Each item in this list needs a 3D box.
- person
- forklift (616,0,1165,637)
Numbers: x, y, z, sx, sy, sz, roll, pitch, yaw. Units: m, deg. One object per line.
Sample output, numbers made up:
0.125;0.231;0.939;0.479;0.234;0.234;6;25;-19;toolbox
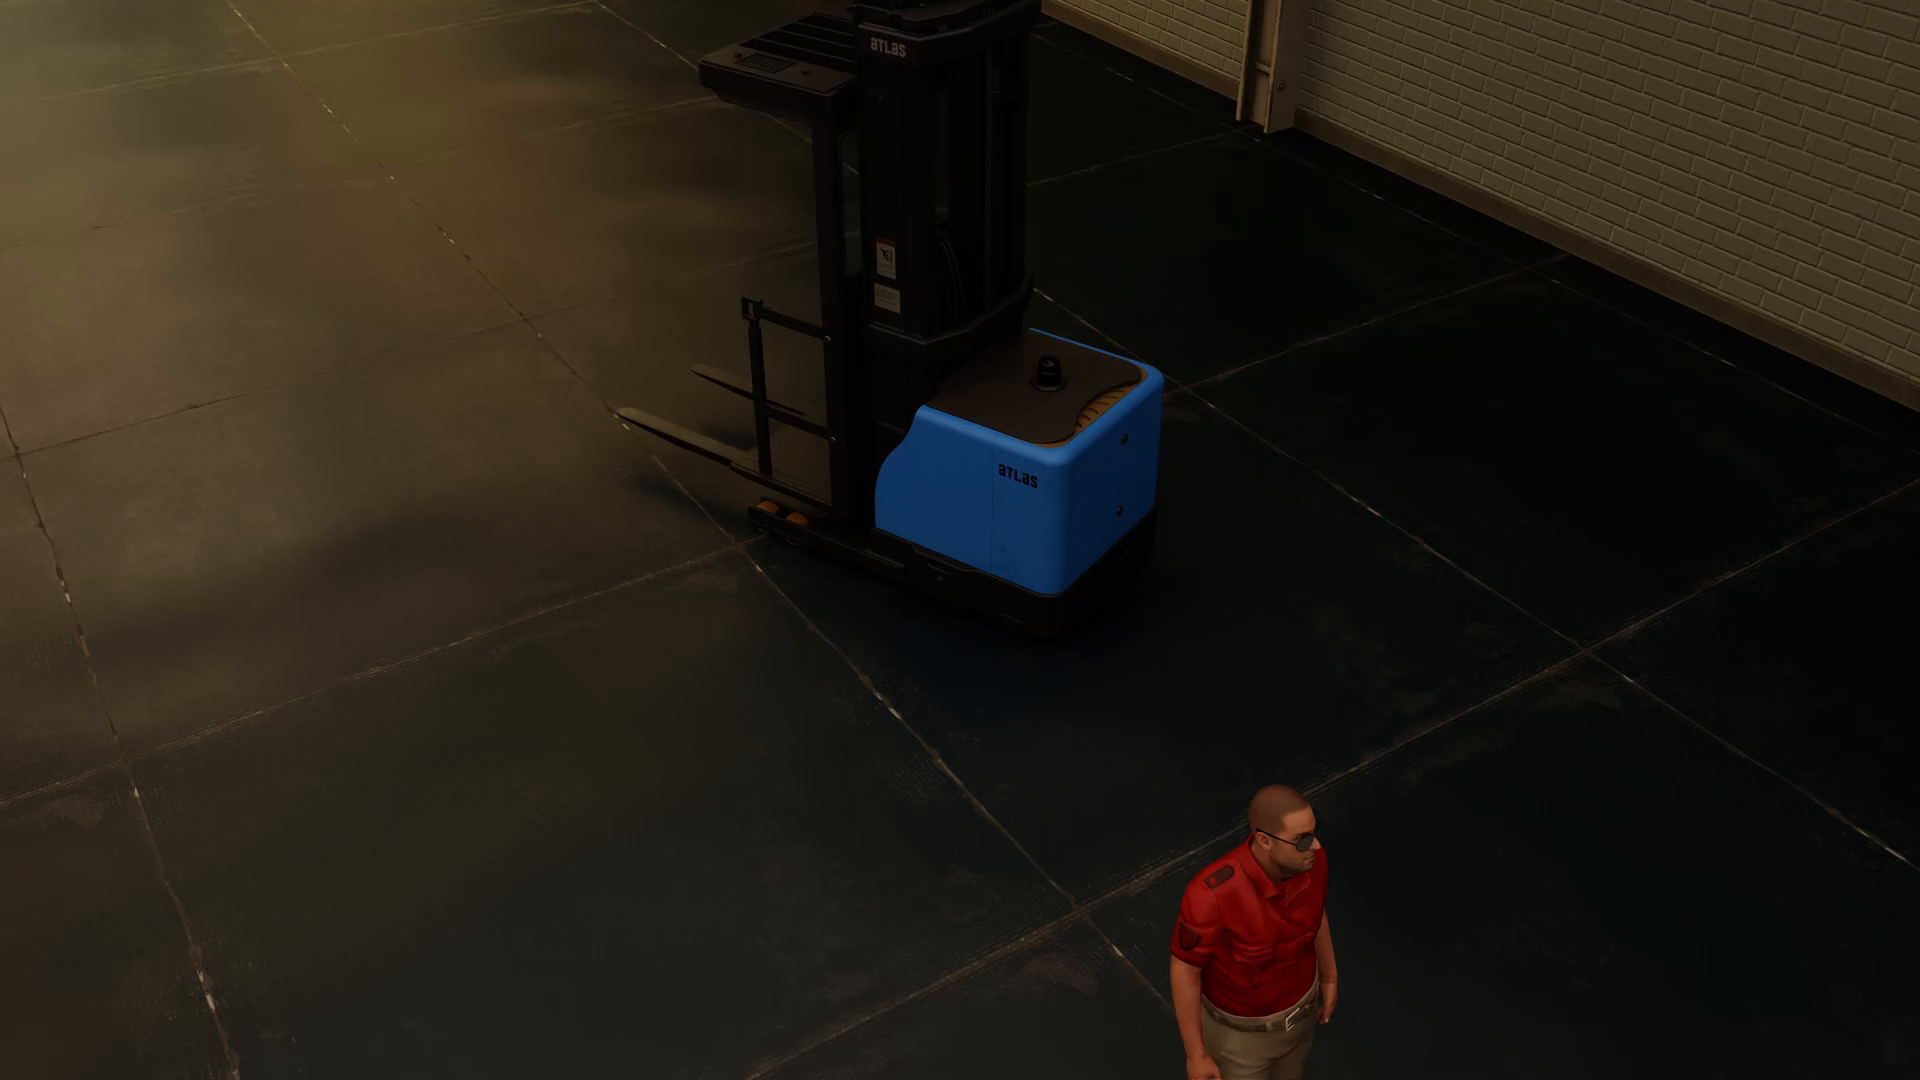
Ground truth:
0.956;1.503;5.041;0.640;1.727;0.551;-23;41;-29;person
-0.500;-1.399;8.138;3.031;2.935;1.130;22;41;28;forklift
